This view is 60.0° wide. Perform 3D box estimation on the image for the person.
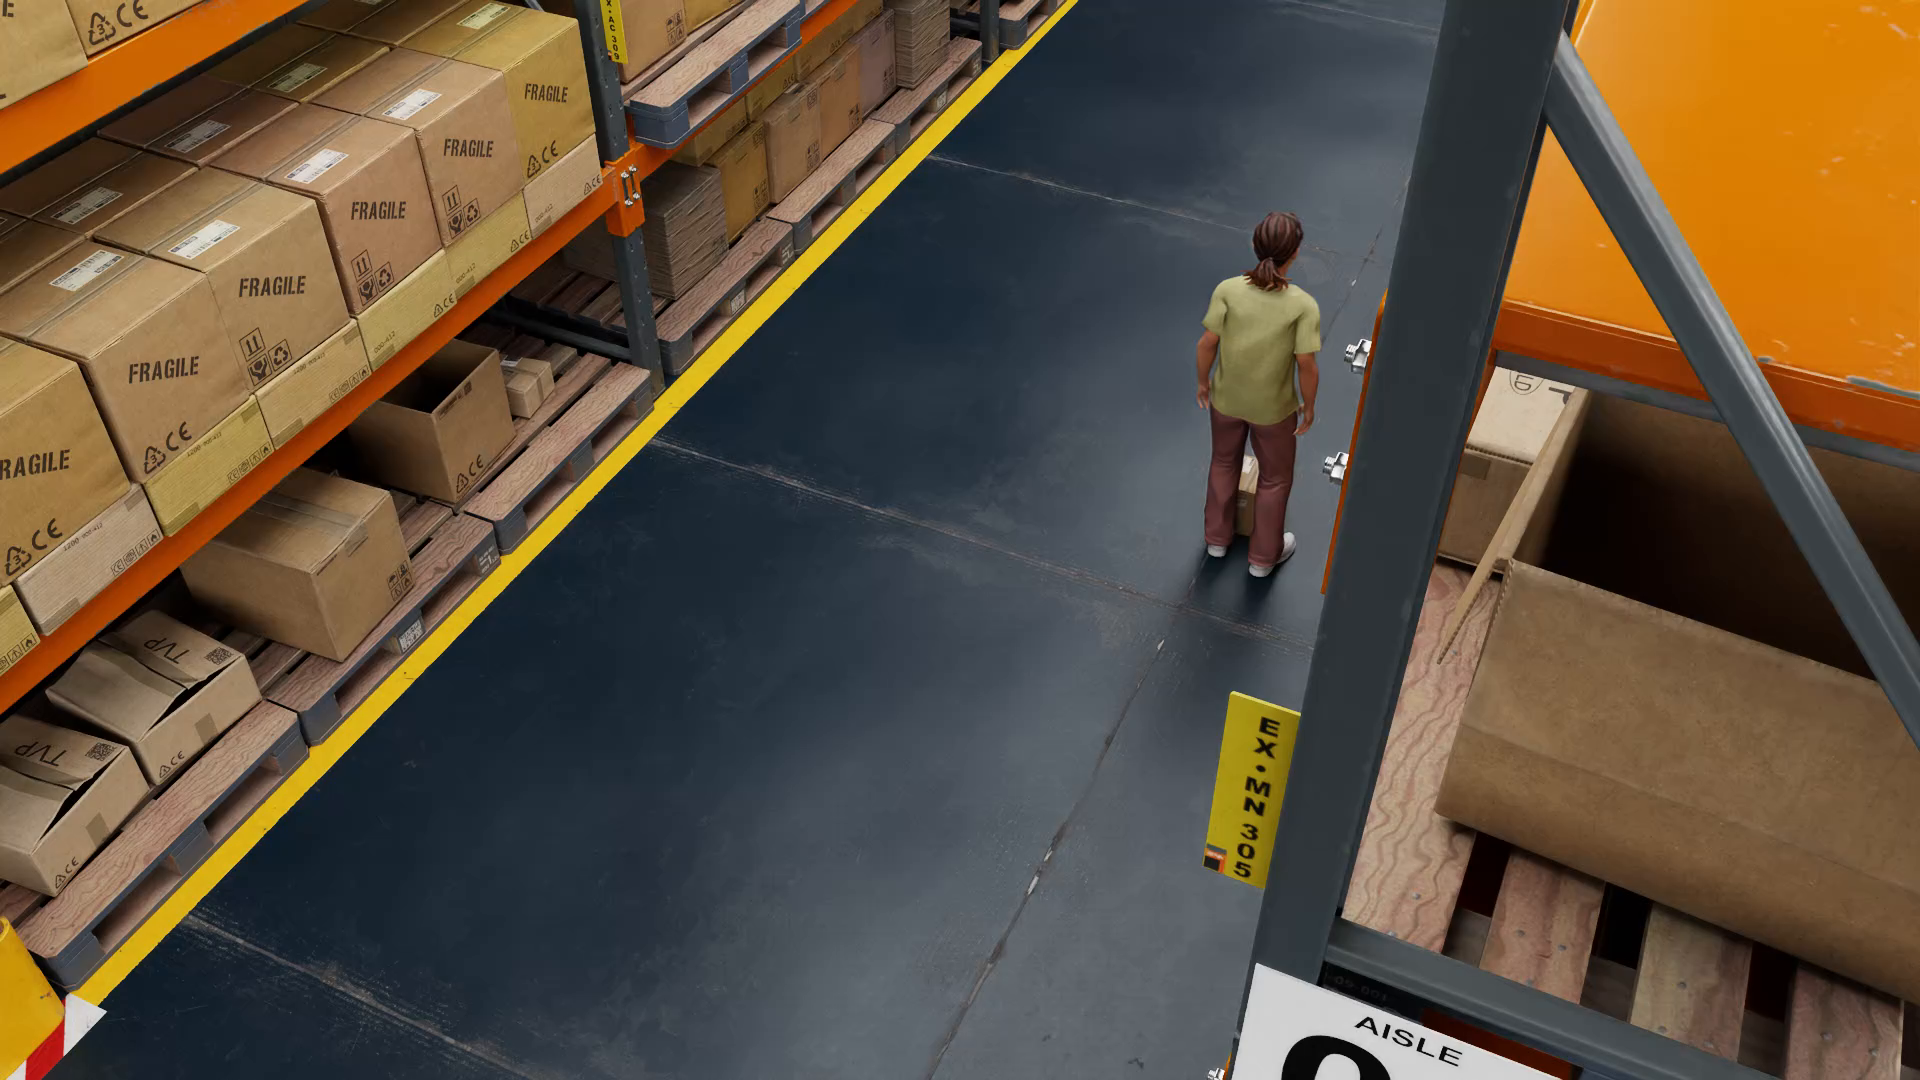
[{"bbox_3d":[1.215,-0.585,6.807,0.500,1.673,0.404,17,45,18],"label":"person"}]
